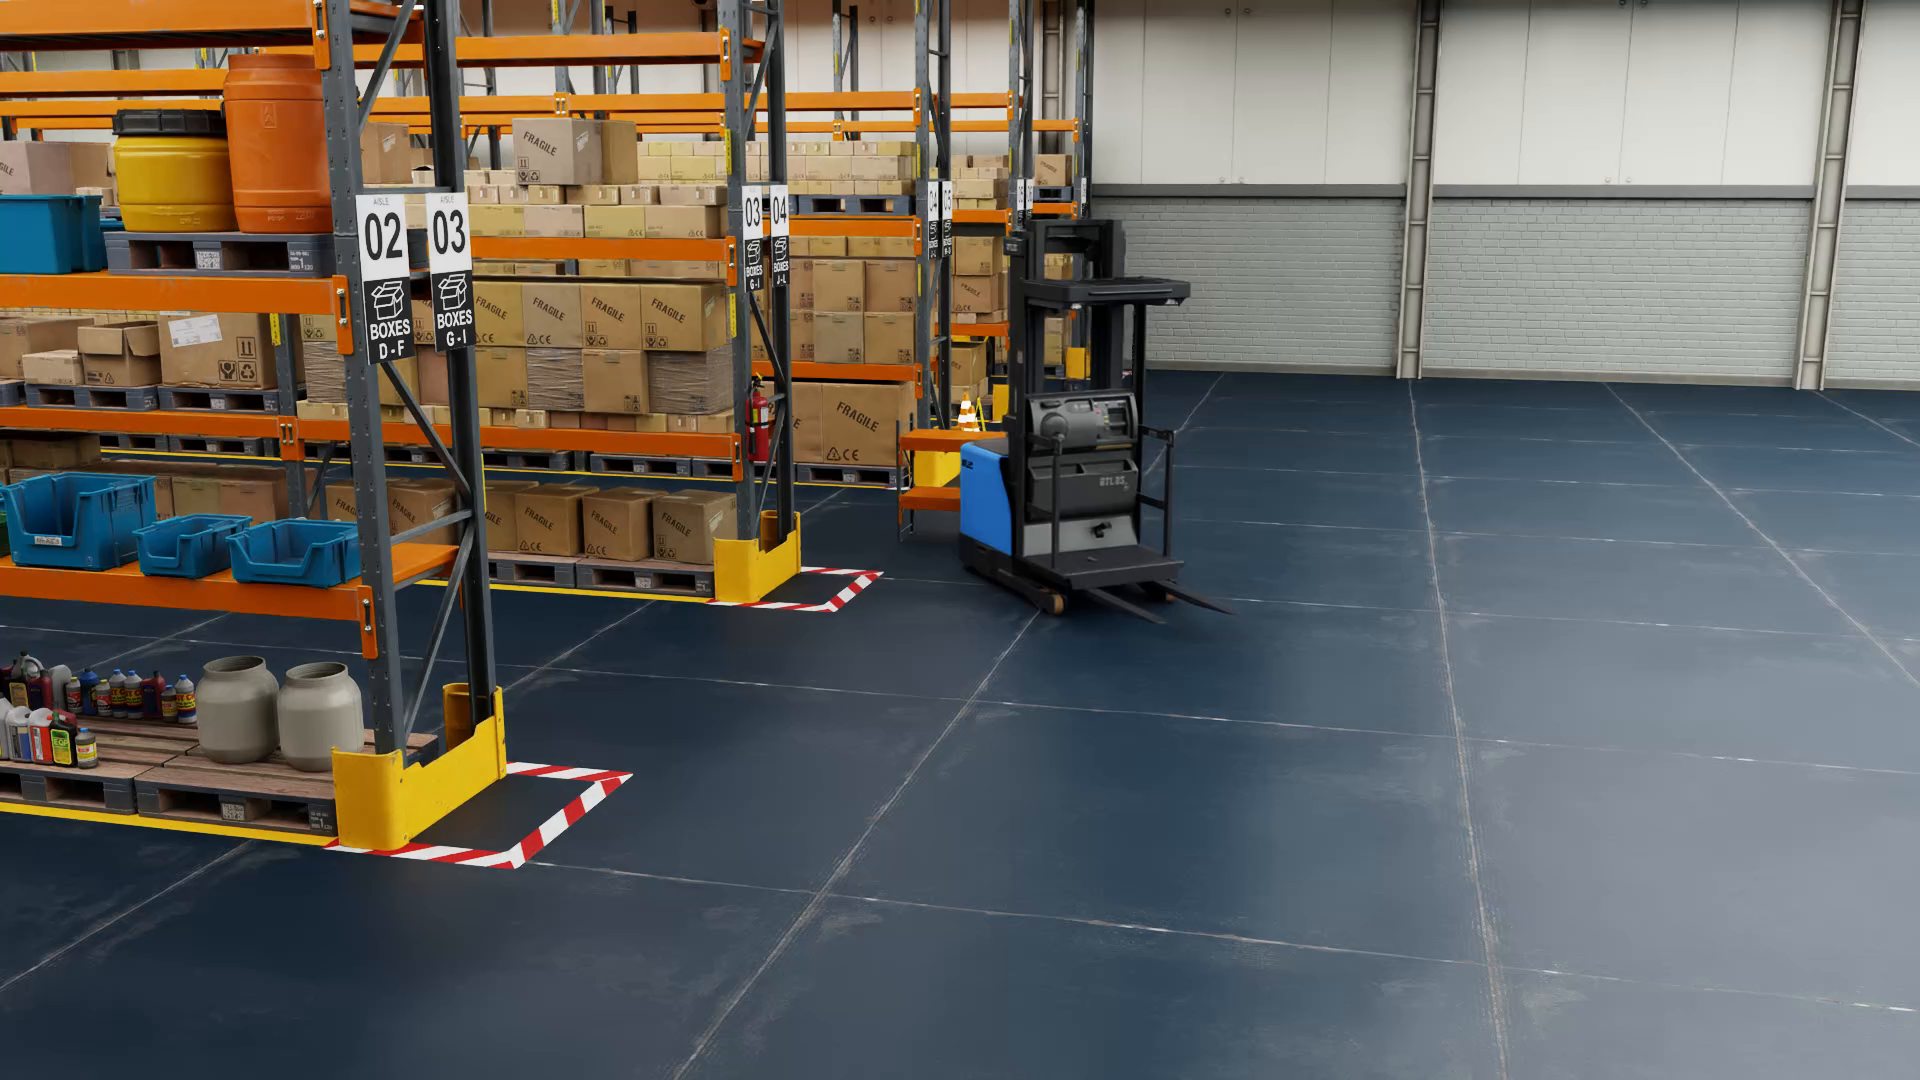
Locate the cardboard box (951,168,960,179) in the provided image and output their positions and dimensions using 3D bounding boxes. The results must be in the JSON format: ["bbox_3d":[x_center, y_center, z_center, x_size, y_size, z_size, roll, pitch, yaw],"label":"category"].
[{"bbox_3d":[-0.081,-4.894,22.197,0.250,0.149,0.380,3,13,13],"label":"cardboard box"}]

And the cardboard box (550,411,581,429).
[{"bbox_3d":[-3.107,-1.003,13.425,0.250,0.149,0.380,3,13,14],"label":"cardboard box"}]

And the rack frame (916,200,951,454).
[{"bbox_3d":[-0.276,-2.130,17.927,0.127,3.000,1.000,3,13,14],"label":"rack frame"}]

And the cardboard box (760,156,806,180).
[{"bbox_3d":[-1.791,-3.940,17.616,0.500,0.250,0.500,3,13,13],"label":"cardboard box"}]

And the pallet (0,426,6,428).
[{"bbox_3d":[-12.587,-1.419,21.160,1.213,0.211,1.003,3,13,14],"label":"pallet"}]

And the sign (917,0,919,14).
[{"bbox_3d":[-0.420,-5.441,16.657,0.005,0.325,0.100,3,13,14],"label":"sign"}]

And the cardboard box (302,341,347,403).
[{"bbox_3d":[-5.024,-1.458,13.978,0.500,0.500,0.875,3,13,14],"label":"cardboard box"}]

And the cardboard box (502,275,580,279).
[{"bbox_3d":[-3.488,-1.938,13.836,0.500,0.500,0.500,3,13,14],"label":"cardboard box"}]

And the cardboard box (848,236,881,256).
[{"bbox_3d":[-1.197,-3.927,22.799,0.500,0.500,0.700,3,13,13],"label":"cardboard box"}]

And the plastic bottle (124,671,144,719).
[{"bbox_3d":[-4.768,0.889,9.603,0.097,0.271,0.097,0,13,0],"label":"plastic bottle"}]

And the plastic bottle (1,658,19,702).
[{"bbox_3d":[-5.584,0.835,9.816,0.133,0.283,0.061,4,13,17],"label":"plastic bottle"}]

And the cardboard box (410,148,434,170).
[{"bbox_3d":[-6.289,-4.281,19.265,0.500,0.500,0.500,3,13,14],"label":"cardboard box"}]

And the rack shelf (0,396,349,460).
[{"bbox_3d":[-7.388,-1.053,14.731,4.000,0.370,1.077,3,13,14],"label":"rack shelf"}]

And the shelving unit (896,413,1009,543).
[{"bbox_3d":[-0.007,-0.549,15.130,1.048,1.125,0.538,3,13,14],"label":"shelving unit"}]

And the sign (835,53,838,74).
[{"bbox_3d":[-2.005,-7.737,27.007,0.005,0.325,0.100,3,13,14],"label":"sign"}]

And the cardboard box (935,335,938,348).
[{"bbox_3d":[-0.401,-2.714,22.706,0.250,0.149,0.380,3,13,15],"label":"cardboard box"}]

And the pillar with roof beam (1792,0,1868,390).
[{"bbox_3d":[12.156,-5.847,20.828,0.400,9.000,9.100,3,13,14],"label":"pillar with roof beam"}]

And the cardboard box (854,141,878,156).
[{"bbox_3d":[-0.927,-4.075,17.304,0.250,0.149,0.380,3,13,14],"label":"cardboard box"}]

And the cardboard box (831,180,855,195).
[{"bbox_3d":[-1.174,-3.698,17.449,0.250,0.149,0.380,3,13,14],"label":"cardboard box"}]

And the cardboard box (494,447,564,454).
[{"bbox_3d":[-4.784,-1.458,19.121,0.750,0.750,1.050,3,13,13],"label":"cardboard box"}]

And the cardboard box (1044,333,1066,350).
[{"bbox_3d":[1.450,-3.287,27.364,0.500,0.250,0.500,3,13,13],"label":"cardboard box"}]

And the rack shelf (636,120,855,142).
[{"bbox_3d":[-3.828,-6.914,28.223,4.000,0.370,1.077,3,13,14],"label":"rack shelf"}]

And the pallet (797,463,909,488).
[{"bbox_3d":[-1.072,-0.794,18.342,1.213,0.211,1.003,3,13,14],"label":"pallet"}]

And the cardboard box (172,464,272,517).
[{"bbox_3d":[-6.496,-0.360,14.702,0.500,0.500,0.700,3,13,13],"label":"cardboard box"}]

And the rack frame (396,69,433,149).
[{"bbox_3d":[-9.653,-7.772,29.505,0.127,3.000,1.000,3,13,14],"label":"rack frame"}]

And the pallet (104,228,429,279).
[{"bbox_3d":[-3.529,-1.487,8.537,1.213,0.211,1.003,3,13,14],"label":"pallet"}]

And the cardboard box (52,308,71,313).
[{"bbox_3d":[-10.637,-2.810,19.915,0.250,0.149,0.380,4,13,16],"label":"cardboard box"}]

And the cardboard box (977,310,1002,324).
[{"bbox_3d":[0.397,-3.028,22.554,0.250,0.149,0.380,4,13,15],"label":"cardboard box"}]

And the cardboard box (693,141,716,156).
[{"bbox_3d":[-2.652,-4.167,17.719,0.250,0.149,0.380,3,13,13],"label":"cardboard box"}]

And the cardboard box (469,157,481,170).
[{"bbox_3d":[-7.358,-5.299,24.077,0.637,0.503,0.797,2,13,10],"label":"cardboard box"}]

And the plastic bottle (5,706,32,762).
[{"bbox_3d":[-5.011,1.035,8.934,0.135,0.276,0.152,3,13,12],"label":"plastic bottle"}]

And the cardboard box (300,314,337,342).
[{"bbox_3d":[-5.070,-1.906,13.688,0.500,0.500,0.500,3,13,14],"label":"cardboard box"}]

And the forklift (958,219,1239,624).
[{"bbox_3d":[1.059,-0.961,12.815,1.130,2.935,3.031,-6,14,-24],"label":"forklift"}]

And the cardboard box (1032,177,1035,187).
[{"bbox_3d":[1.120,-5.795,26.900,0.250,0.149,0.380,3,13,12],"label":"cardboard box"}]

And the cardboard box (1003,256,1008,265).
[{"bbox_3d":[0.863,-4.594,27.302,0.250,0.149,0.380,3,13,13],"label":"cardboard box"}]

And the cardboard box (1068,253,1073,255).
[{"bbox_3d":[1.722,-4.794,27.516,0.250,0.149,0.380,3,13,12],"label":"cardboard box"}]

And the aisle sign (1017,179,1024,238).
[{"bbox_3d":[0.802,-4.382,22.072,0.004,0.787,0.394,3,13,14],"label":"aisle sign"}]

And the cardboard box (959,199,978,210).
[{"bbox_3d":[0.149,-4.484,22.190,0.250,0.149,0.380,3,13,14],"label":"cardboard box"}]

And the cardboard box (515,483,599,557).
[{"bbox_3d":[-3.357,-0.174,13.908,0.500,0.500,0.500,4,13,19],"label":"cardboard box"}]

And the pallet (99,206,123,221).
[{"bbox_3d":[-7.028,-2.781,14.366,1.003,0.211,1.213,3,13,14],"label":"pallet"}]

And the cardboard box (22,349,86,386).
[{"bbox_3d":[-7.758,-1.504,14.482,0.500,0.250,0.500,3,13,12],"label":"cardboard box"}]

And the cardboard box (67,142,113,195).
[{"bbox_3d":[-7.829,-3.240,14.616,0.500,0.500,0.500,3,13,14],"label":"cardboard box"}]

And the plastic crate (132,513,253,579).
[{"bbox_3d":[-3.936,0.024,8.562,0.408,0.251,0.499,3,13,14],"label":"plastic crate"}]

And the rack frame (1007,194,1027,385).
[{"bbox_3d":[0.811,-3.177,22.643,0.127,3.000,1.000,3,13,14],"label":"rack frame"}]

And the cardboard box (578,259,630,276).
[{"bbox_3d":[-3.810,-2.912,18.611,0.550,0.550,0.875,3,13,14],"label":"cardboard box"}]

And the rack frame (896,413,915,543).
[{"bbox_3d":[-0.500,-0.576,15.249,0.032,1.125,0.500,3,13,14],"label":"rack frame"}]

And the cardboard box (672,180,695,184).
[{"bbox_3d":[-2.900,-3.791,17.865,0.250,0.149,0.380,3,13,13],"label":"cardboard box"}]

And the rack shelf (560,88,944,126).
[{"bbox_3d":[-2.218,-4.617,17.866,4.000,0.370,1.077,3,13,14],"label":"rack shelf"}]

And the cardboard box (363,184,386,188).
[{"bbox_3d":[-4.671,-2.786,13.384,0.250,0.149,0.380,3,13,14],"label":"cardboard box"}]

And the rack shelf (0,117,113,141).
[{"bbox_3d":[-12.781,-6.285,25.389,4.000,0.370,1.077,3,13,14],"label":"rack shelf"}]

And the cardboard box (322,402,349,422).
[{"bbox_3d":[-5.070,-1.087,13.806,0.250,0.149,0.380,3,13,14],"label":"cardboard box"}]

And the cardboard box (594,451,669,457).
[{"bbox_3d":[-3.566,-1.458,18.834,0.875,0.875,0.875,3,13,14],"label":"cardboard box"}]

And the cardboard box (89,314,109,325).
[{"bbox_3d":[-10.142,-2.638,19.825,0.250,0.149,0.380,2,13,11],"label":"cardboard box"}]

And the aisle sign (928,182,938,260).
[{"bbox_3d":[-0.280,-3.333,17.345,0.004,0.787,0.394,3,13,14],"label":"aisle sign"}]

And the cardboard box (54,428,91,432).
[{"bbox_3d":[-10.759,-1.617,20.413,0.500,0.500,0.500,4,13,16],"label":"cardboard box"}]

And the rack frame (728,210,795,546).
[{"bbox_3d":[-1.563,-1.093,13.250,0.127,3.000,1.000,3,13,14],"label":"rack frame"}]

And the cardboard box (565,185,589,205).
[{"bbox_3d":[-2.884,-2.704,13.011,0.250,0.149,0.380,3,13,14],"label":"cardboard box"}]
